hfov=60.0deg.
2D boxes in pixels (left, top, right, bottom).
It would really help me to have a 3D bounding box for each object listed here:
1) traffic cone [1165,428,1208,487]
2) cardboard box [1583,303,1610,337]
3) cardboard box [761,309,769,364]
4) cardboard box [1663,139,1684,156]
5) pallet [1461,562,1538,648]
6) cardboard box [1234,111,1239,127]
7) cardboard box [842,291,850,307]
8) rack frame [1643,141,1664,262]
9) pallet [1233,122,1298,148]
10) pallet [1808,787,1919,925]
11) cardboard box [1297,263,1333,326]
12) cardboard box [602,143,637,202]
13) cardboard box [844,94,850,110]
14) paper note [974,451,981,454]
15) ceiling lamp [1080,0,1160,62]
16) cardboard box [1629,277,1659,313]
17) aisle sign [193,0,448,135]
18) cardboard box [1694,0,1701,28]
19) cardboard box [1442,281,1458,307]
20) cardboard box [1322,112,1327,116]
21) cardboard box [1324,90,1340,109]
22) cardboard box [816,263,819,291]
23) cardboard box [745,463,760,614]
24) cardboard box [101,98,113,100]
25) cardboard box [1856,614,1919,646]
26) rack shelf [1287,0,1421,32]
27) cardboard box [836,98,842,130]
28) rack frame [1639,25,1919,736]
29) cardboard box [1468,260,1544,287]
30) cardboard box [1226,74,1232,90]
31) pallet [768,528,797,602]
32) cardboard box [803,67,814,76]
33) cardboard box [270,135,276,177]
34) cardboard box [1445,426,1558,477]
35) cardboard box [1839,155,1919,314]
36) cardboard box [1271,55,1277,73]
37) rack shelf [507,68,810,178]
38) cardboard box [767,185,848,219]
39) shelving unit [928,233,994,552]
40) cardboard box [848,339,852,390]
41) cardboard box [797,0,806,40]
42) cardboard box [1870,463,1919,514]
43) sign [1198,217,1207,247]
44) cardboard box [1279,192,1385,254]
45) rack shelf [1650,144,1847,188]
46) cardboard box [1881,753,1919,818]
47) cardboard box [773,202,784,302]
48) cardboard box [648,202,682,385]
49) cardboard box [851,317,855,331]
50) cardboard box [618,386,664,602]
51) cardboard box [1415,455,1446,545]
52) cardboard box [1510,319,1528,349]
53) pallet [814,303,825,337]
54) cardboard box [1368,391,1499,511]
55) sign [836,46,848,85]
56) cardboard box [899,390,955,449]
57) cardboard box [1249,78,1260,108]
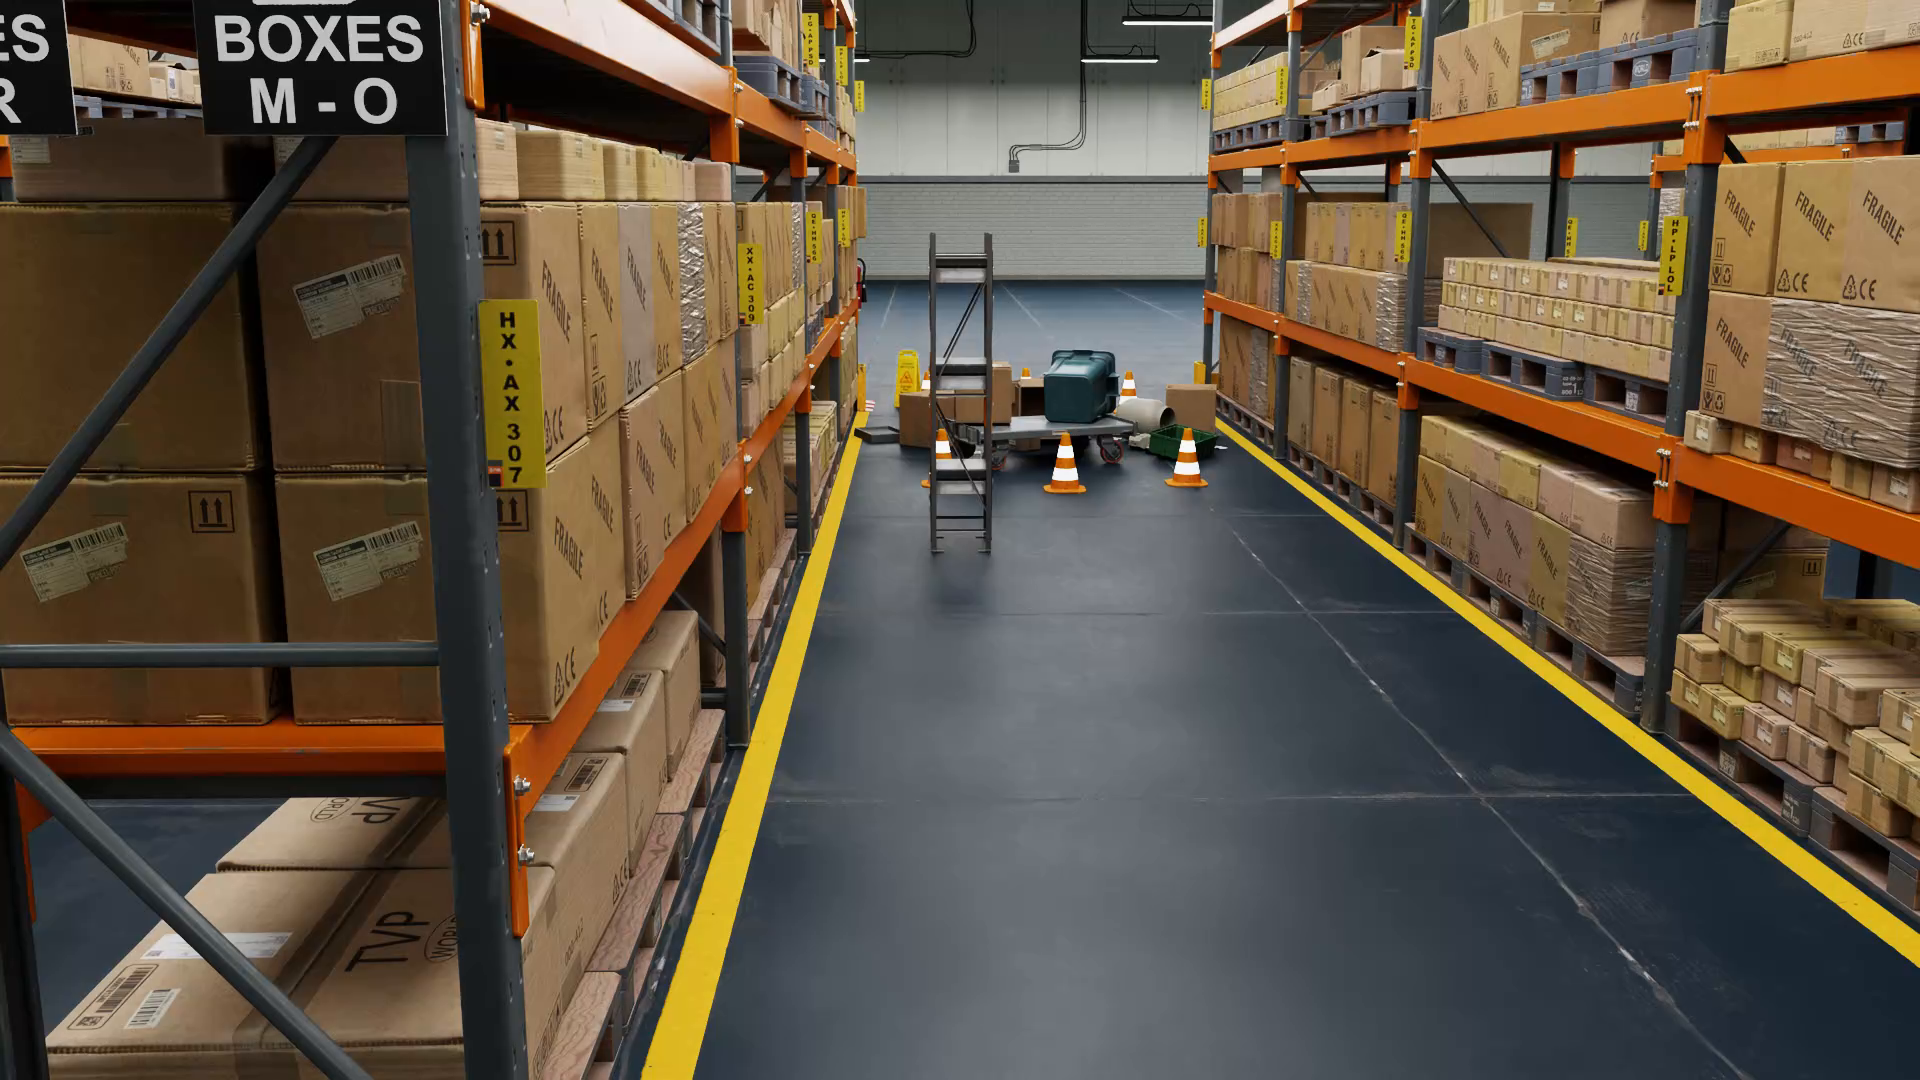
[{"bbox_3d":[1.889,-0.697,13.830,0.336,0.463,0.334,0,11,-1],"label":"traffic cone"},{"bbox_3d":[3.311,-1.085,8.193,0.380,0.149,0.250,-1,11,-3],"label":"cardboard box"},{"bbox_3d":[-1.177,-0.946,7.797,0.500,0.250,0.500,0,11,0],"label":"cardboard box"},{"bbox_3d":[8.001,-4.308,18.083,0.500,0.250,0.500,0,11,1],"label":"cardboard box"},{"bbox_3d":[3.490,0.346,9.322,1.003,0.211,1.213,0,11,-1],"label":"pallet"},{"bbox_3d":[3.001,-4.289,16.938,0.380,0.149,0.250,0,11,-2],"label":"cardboard box"},{"bbox_3d":[-1.279,-2.368,16.317,0.380,0.149,0.250,0,11,-1],"label":"cardboard box"},{"bbox_3d":[8.249,-3.008,18.843,1.000,3.000,0.127,0,11,-1],"label":"rack frame"},{"bbox_3d":[3.342,-4.044,16.627,1.003,0.211,1.213,0,11,-1],"label":"pallet"},{"bbox_3d":[3.613,1.120,5.506,1.003,0.211,1.213,0,11,-1],"label":"pallet"},{"bbox_3d":[3.124,-2.056,13.897,0.500,0.500,0.500,0,11,-1],"label":"cardboard box"},{"bbox_3d":[-1.071,-0.974,4.417,0.380,0.149,0.250,0,11,-1],"label":"cardboard box"},{"bbox_3d":[-1.291,-4.335,16.463,0.380,0.149,0.250,0,11,0],"label":"cardboard box"},{"bbox_3d":[0.119,-0.830,15.572,0.148,0.019,0.142,0,11,-1],"label":"paper note"},{"bbox_3d":[4.089,-13.850,42.516,2.000,3.185,0.800,0,11,-1],"label":"ceiling lamp"},{"bbox_3d":[3.326,-1.129,7.661,0.380,0.149,0.250,-1,11,-3],"label":"cardboard box"},{"bbox_3d":[-1.037,-1.048,2.642,0.394,0.787,0.004,0,11,-1],"label":"aisle sign"},{"bbox_3d":[3.728,-2.431,7.619,0.500,0.311,0.500,0,11,-2],"label":"cardboard box"},{"bbox_3d":[3.263,-1.549,10.479,0.380,0.149,0.250,0,11,1],"label":"cardboard box"},{"bbox_3d":[3.680,-4.091,15.958,0.380,0.149,0.250,0,11,-2],"label":"cardboard box"},{"bbox_3d":[3.144,-3.608,13.577,0.250,0.149,0.380,0,11,-1],"label":"cardboard box"},{"bbox_3d":[-1.307,-2.077,12.199,0.500,0.500,0.500,0,11,0],"label":"cardboard box"},{"bbox_3d":[-1.530,-0.049,8.545,0.875,0.875,0.875,0,11,0],"label":"cardboard box"},{"bbox_3d":[-6.576,-3.390,12.458,0.380,0.166,0.250,0,11,-1],"label":"cardboard box"},{"bbox_3d":[3.848,0.397,6.674,0.380,0.149,0.250,0,11,0],"label":"cardboard box"},{"bbox_3d":[3.412,-4.207,12.478,1.077,0.370,4.000,0,11,-1],"label":"rack shelf"},{"bbox_3d":[-1.312,-3.803,14.847,0.500,0.250,0.500,0,11,-2],"label":"cardboard box"},{"bbox_3d":[3.536,-0.623,7.084,1.000,3.000,0.127,0,11,-1],"label":"rack frame"},{"bbox_3d":[3.278,-1.597,9.967,0.380,0.149,0.250,0,11,-1],"label":"cardboard box"},{"bbox_3d":[2.991,-4.782,17.360,0.380,0.149,0.250,0,11,-1],"label":"cardboard box"},{"bbox_3d":[-1.553,0.146,10.307,1.003,0.211,1.213,0,11,-1],"label":"pallet"},{"bbox_3d":[-1.394,-3.702,12.784,0.500,0.250,0.500,0,11,0],"label":"cardboard box"},{"bbox_3d":[-1.565,-0.765,3.387,0.380,0.149,0.250,0,11,0],"label":"cardboard box"},{"bbox_3d":[3.236,-0.527,9.958,0.500,0.250,0.500,0,11,-2],"label":"cardboard box"},{"bbox_3d":[3.307,-1.014,5.496,0.500,0.500,0.500,0,11,0],"label":"cardboard box"},{"bbox_3d":[3.039,-4.327,15.118,0.380,0.149,0.250,0,11,-1],"label":"cardboard box"},{"bbox_3d":[-1.452,-2.097,8.618,1.077,0.370,4.000,0,11,-1],"label":"rack shelf"},{"bbox_3d":[-1.369,-2.946,15.020,0.700,0.500,0.500,0,11,-2],"label":"cardboard box"},{"bbox_3d":[0.003,-0.996,11.188,0.431,2.100,0.503,0,11,-1],"label":"shelving unit"},{"bbox_3d":[-1.350,-1.726,16.496,0.500,0.500,0.500,0,11,2],"label":"cardboard box"},{"bbox_3d":[-1.335,-3.030,10.087,0.797,0.503,0.637,-1,12,-5],"label":"cardboard box"},{"bbox_3d":[3.290,-0.180,5.535,0.380,0.149,0.250,0,11,1],"label":"cardboard box"},{"bbox_3d":[2.733,-3.470,18.743,0.100,0.325,0.005,0,11,-1],"label":"sign"},{"bbox_3d":[3.397,-2.889,15.163,0.875,0.550,0.550,0,11,-1],"label":"cardboard box"},{"bbox_3d":[8.290,-3.728,16.657,1.077,0.370,4.000,0,11,-1],"label":"rack shelf"},{"bbox_3d":[3.266,0.802,5.425,0.380,0.149,0.250,0,11,-1],"label":"cardboard box"},{"bbox_3d":[-1.196,-1.513,8.708,0.500,0.500,0.500,0,11,-2],"label":"cardboard box"},{"bbox_3d":[-1.101,-0.727,4.831,0.500,0.500,0.500,0,11,-1],"label":"cardboard box"},{"bbox_3d":[-1.307,-2.280,17.597,0.380,0.149,0.250,0,11,0],"label":"cardboard box"},{"bbox_3d":[-1.082,-0.134,4.425,0.500,0.500,0.500,0,11,-1],"label":"cardboard box"},{"bbox_3d":[3.213,-0.257,10.512,0.500,0.500,0.500,-1,11,-4],"label":"cardboard box"},{"bbox_3d":[3.290,-1.147,9.245,0.380,0.149,0.250,0,11,0],"label":"cardboard box"},{"bbox_3d":[-1.575,-1.677,12.762,1.003,0.211,1.213,0,11,-1],"label":"pallet"},{"bbox_3d":[3.531,-0.642,11.784,1.050,0.750,0.750,0,11,-2],"label":"cardboard box"},{"bbox_3d":[-1.021,-4.092,14.349,0.100,0.325,0.005,0,11,-1],"label":"sign"},{"bbox_3d":[-0.238,-1.167,16.049,0.500,0.500,0.500,9,15,38],"label":"cardboard box"},{"bbox_3d":[3.085,-4.307,16.021,0.500,0.250,0.500,0,11,-2],"label":"cardboard box"}]
